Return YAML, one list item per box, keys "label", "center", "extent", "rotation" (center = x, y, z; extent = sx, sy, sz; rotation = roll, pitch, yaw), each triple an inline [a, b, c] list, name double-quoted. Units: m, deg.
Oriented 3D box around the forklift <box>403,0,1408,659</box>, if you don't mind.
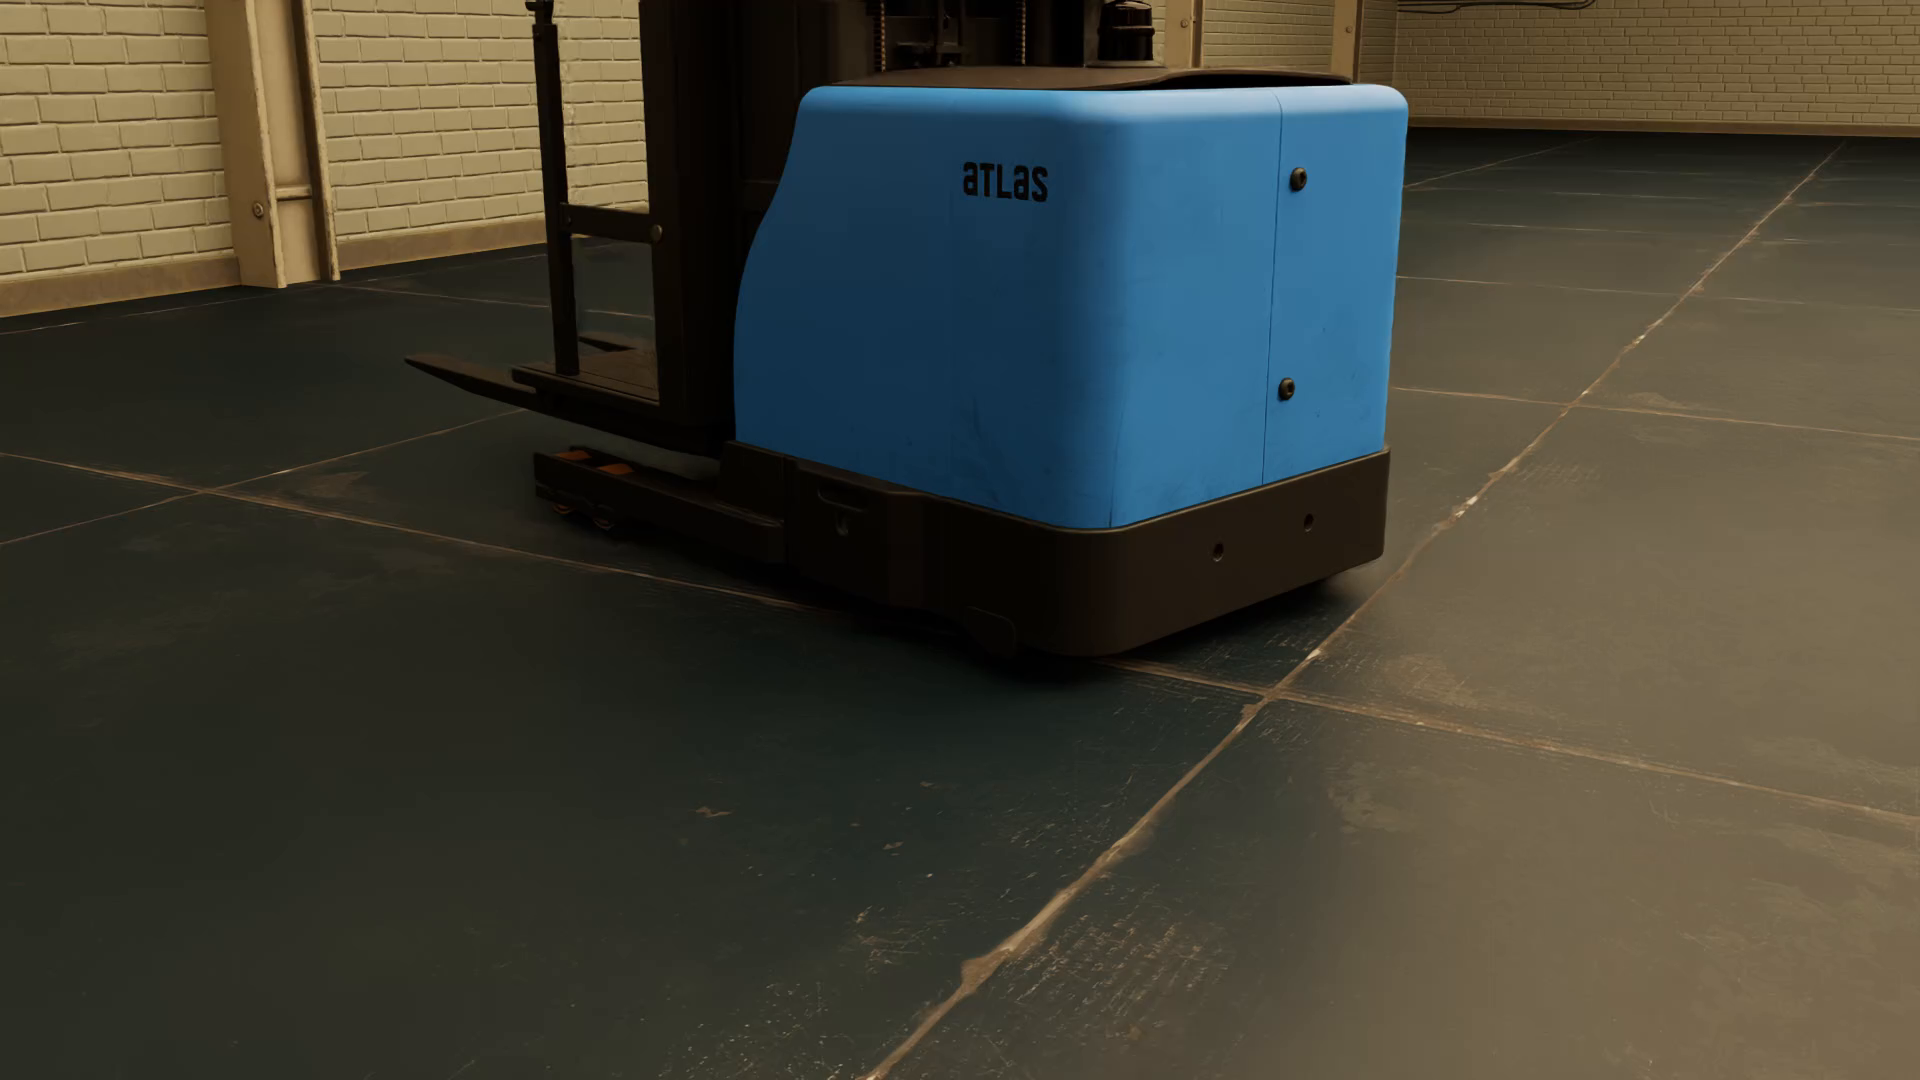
- label: "forklift"
  center: [-0.445, -1.519, 4.011]
  extent: [1.130, 2.935, 3.031]
  rotation: [-15, 22, -42]
